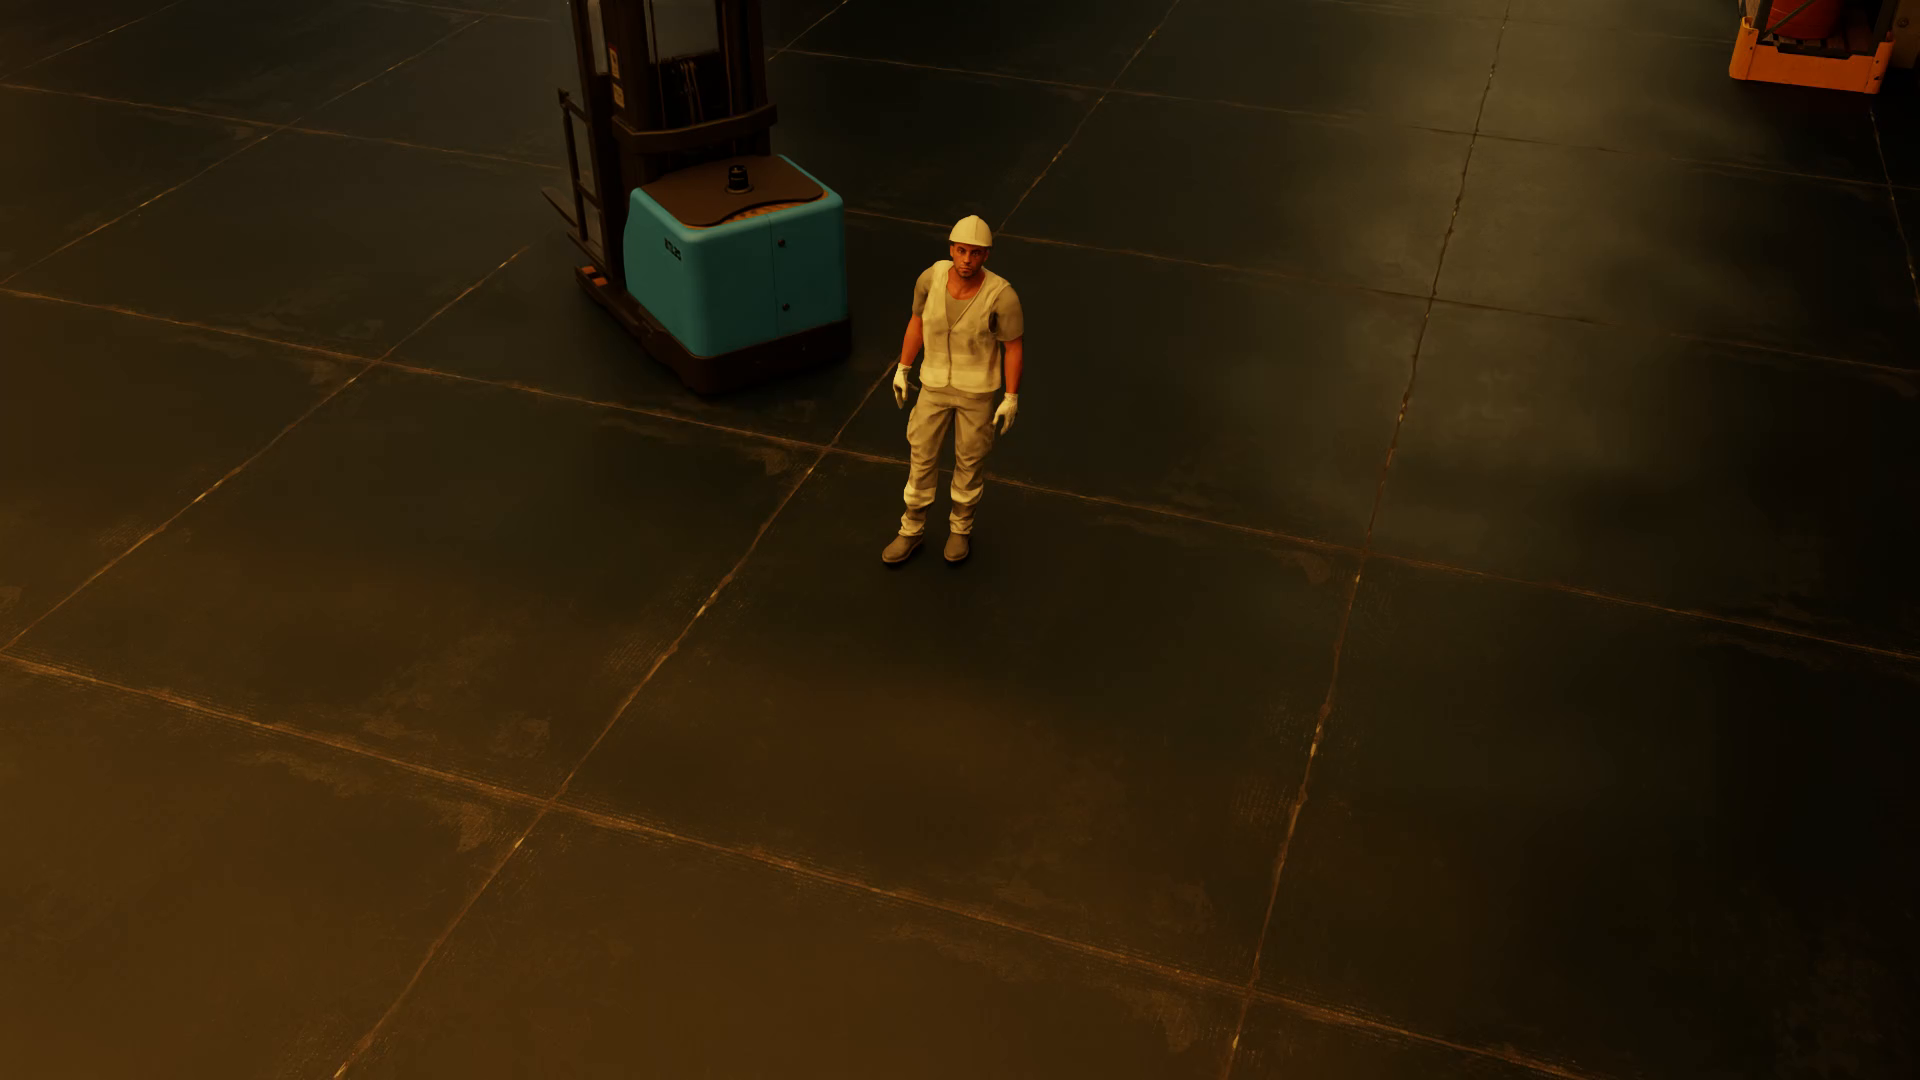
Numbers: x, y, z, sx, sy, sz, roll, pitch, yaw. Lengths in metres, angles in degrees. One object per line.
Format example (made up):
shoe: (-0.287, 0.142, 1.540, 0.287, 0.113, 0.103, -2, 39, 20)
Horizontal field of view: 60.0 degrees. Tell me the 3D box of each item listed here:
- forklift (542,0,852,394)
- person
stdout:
forklift: (-1.871, -2.868, 10.156, 1.130, 2.935, 3.031, -20, 40, -26)
person: (-0.038, -0.694, 8.065, 0.638, 1.787, 0.564, 12, 37, 16)
